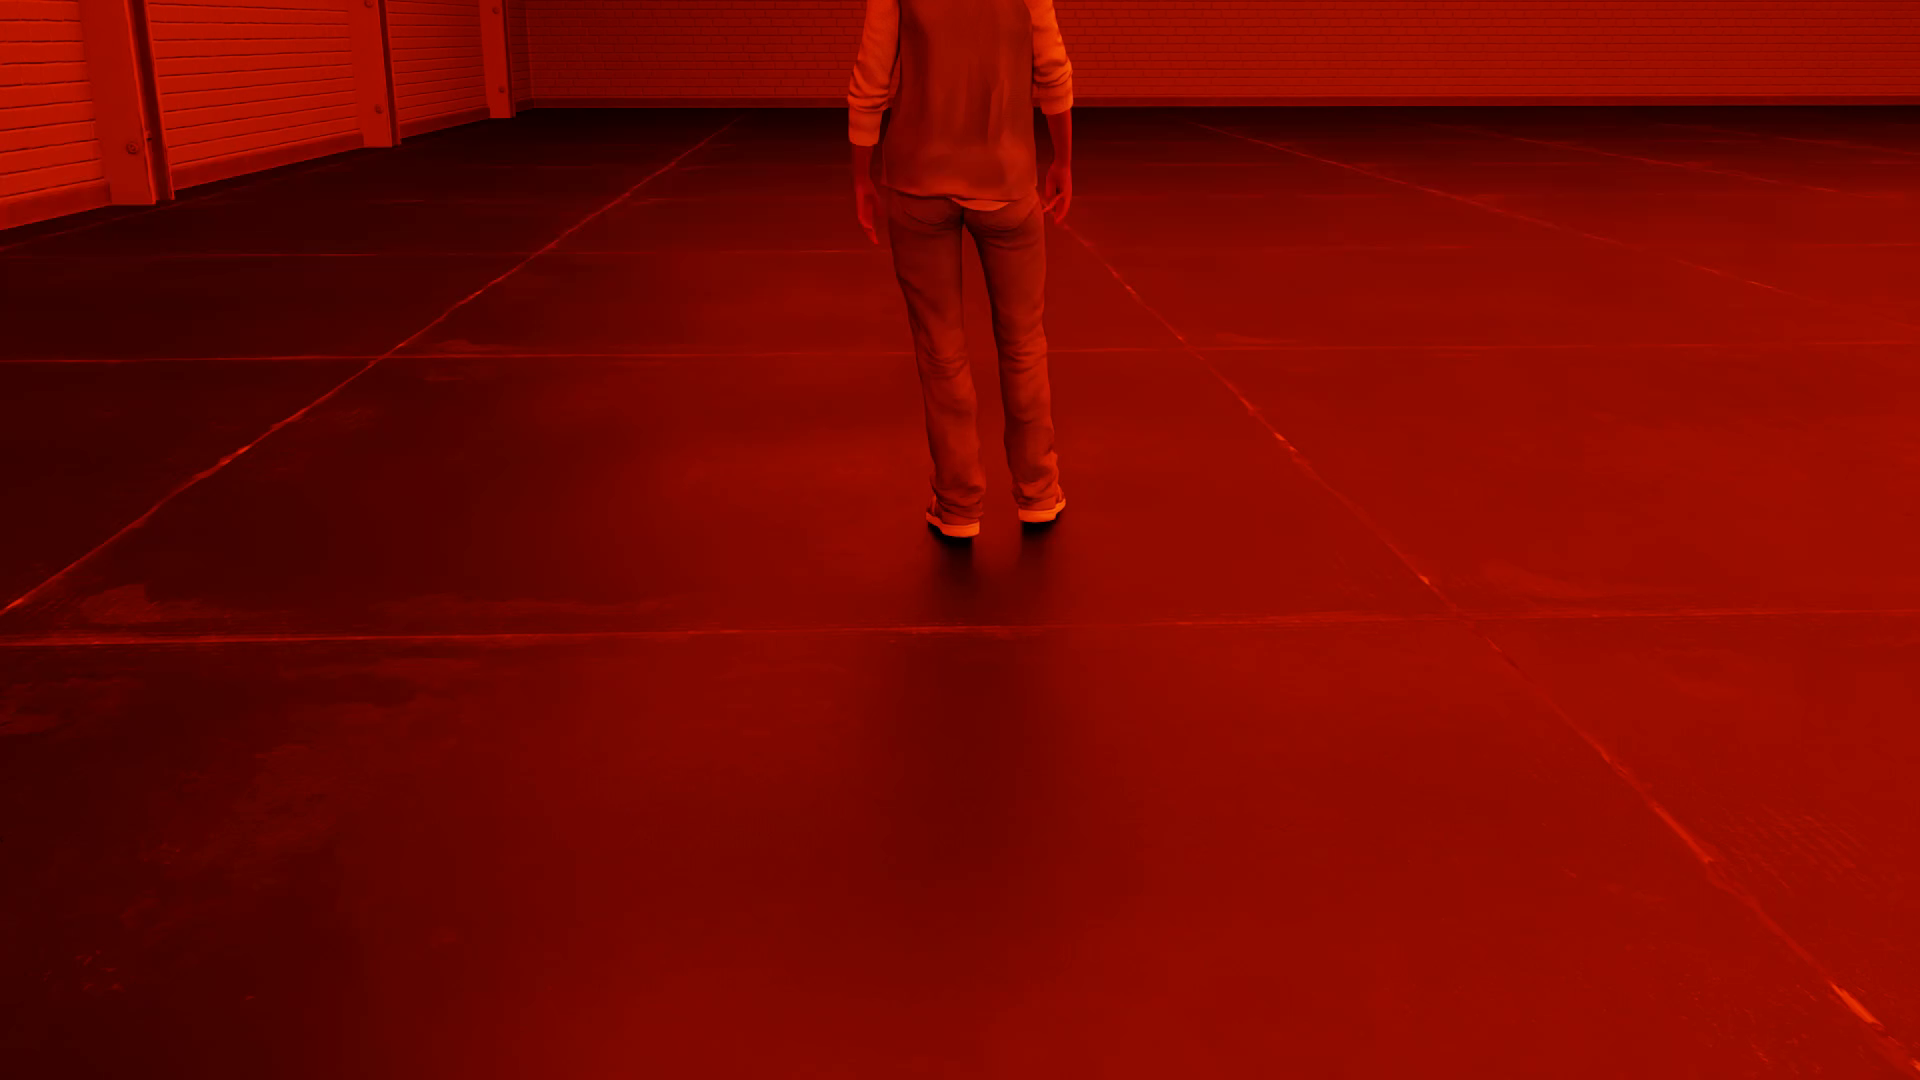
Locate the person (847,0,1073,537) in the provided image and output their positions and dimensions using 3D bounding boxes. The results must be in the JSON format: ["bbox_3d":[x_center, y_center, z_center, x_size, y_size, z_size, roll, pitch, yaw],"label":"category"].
[{"bbox_3d":[0.010,-0.785,3.755,0.521,1.582,0.475,-1,17,-3],"label":"person"}]
